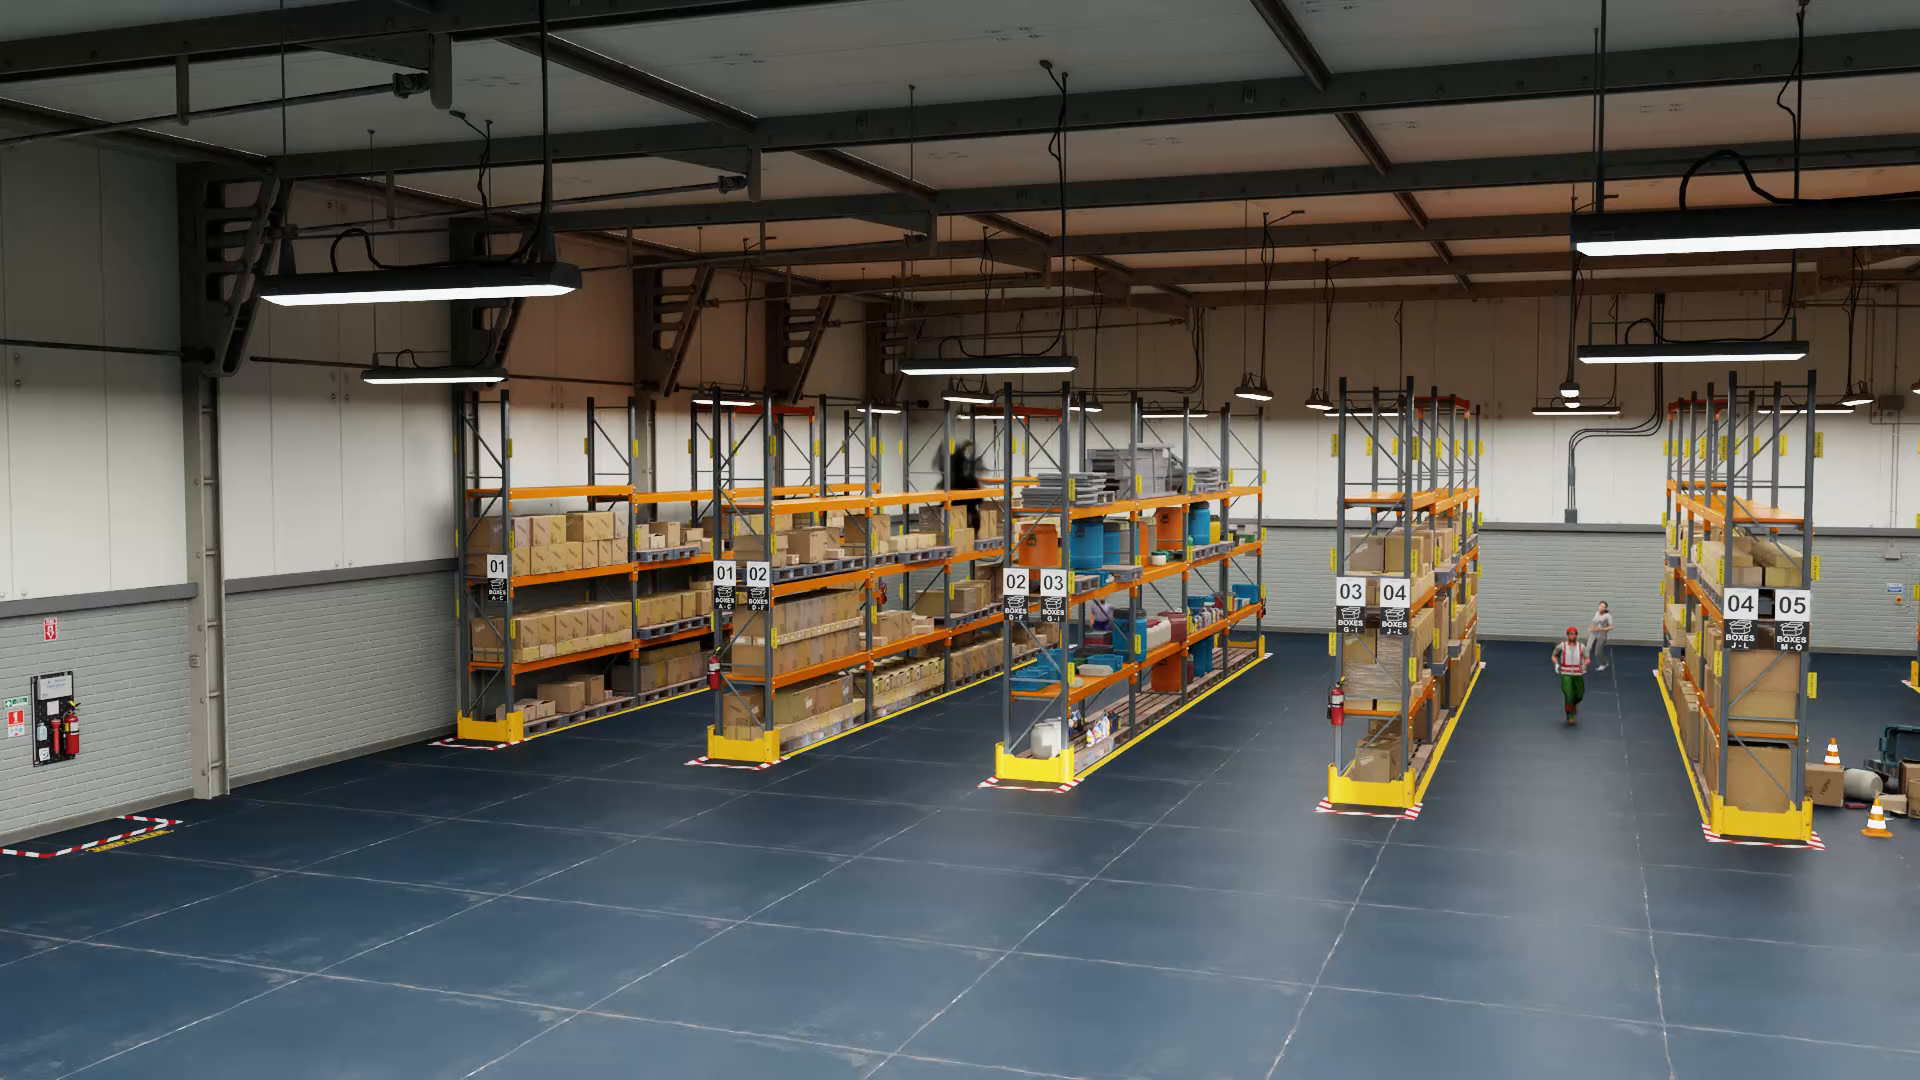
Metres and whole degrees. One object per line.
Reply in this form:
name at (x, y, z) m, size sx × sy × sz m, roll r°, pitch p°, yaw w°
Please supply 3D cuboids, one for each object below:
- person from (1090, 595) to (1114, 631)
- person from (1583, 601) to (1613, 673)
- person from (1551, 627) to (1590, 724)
person at (3.384, 2.051, 39.588) m, size 0.585 × 1.588 × 0.581 m, roll 0°, pitch 3°, yaw 8°
person at (14.119, 2.141, 36.666) m, size 0.962 × 1.611 × 0.602 m, roll -2°, pitch 4°, yaw -37°
person at (11.157, 2.457, 30.365) m, size 0.663 × 1.748 × 0.780 m, roll 1°, pitch 3°, yaw 12°
